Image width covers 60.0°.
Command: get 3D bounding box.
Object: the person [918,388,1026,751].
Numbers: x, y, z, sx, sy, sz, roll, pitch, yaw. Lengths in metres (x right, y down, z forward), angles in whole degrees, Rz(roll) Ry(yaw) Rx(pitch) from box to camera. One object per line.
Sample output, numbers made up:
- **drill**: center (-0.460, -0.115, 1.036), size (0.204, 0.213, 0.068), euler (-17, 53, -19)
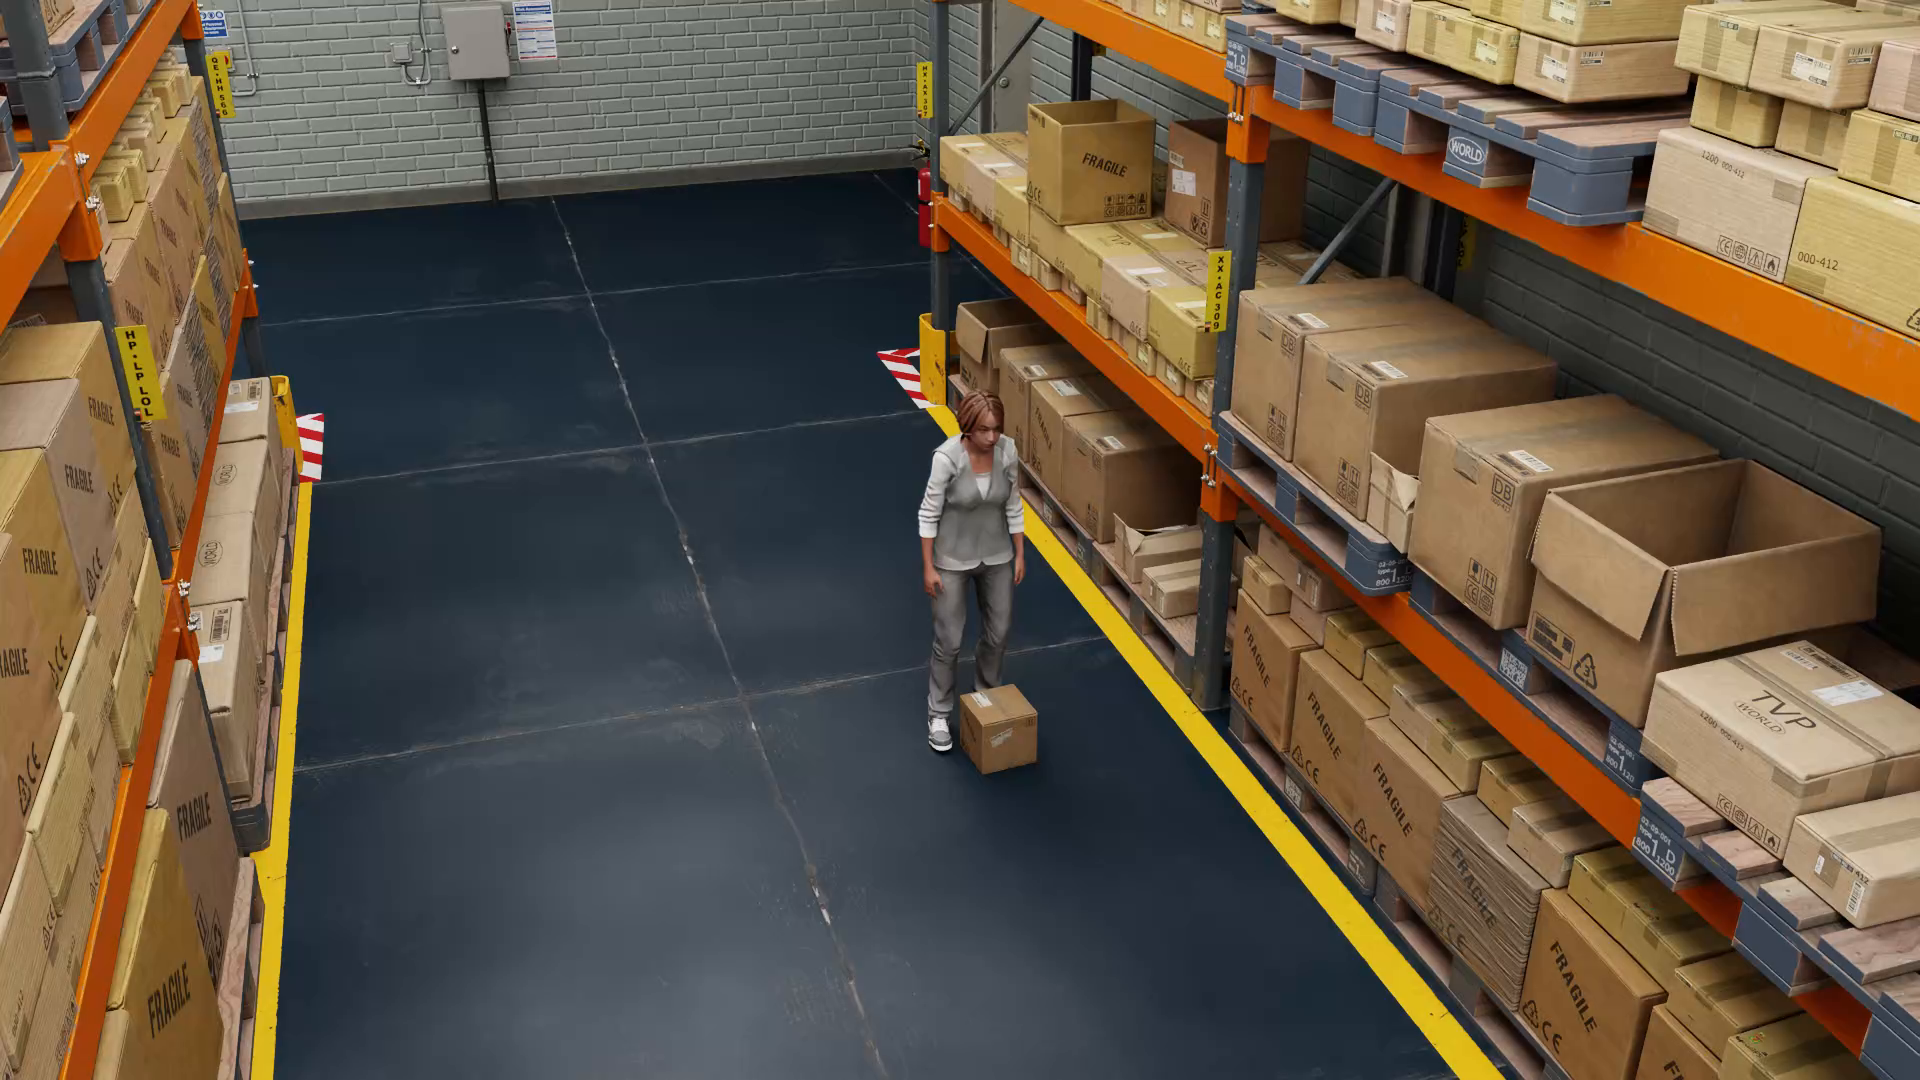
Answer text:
- **person**: center (0.055, 0.102, 6.924), size (0.462, 1.593, 0.344), euler (-10, 28, -18)
